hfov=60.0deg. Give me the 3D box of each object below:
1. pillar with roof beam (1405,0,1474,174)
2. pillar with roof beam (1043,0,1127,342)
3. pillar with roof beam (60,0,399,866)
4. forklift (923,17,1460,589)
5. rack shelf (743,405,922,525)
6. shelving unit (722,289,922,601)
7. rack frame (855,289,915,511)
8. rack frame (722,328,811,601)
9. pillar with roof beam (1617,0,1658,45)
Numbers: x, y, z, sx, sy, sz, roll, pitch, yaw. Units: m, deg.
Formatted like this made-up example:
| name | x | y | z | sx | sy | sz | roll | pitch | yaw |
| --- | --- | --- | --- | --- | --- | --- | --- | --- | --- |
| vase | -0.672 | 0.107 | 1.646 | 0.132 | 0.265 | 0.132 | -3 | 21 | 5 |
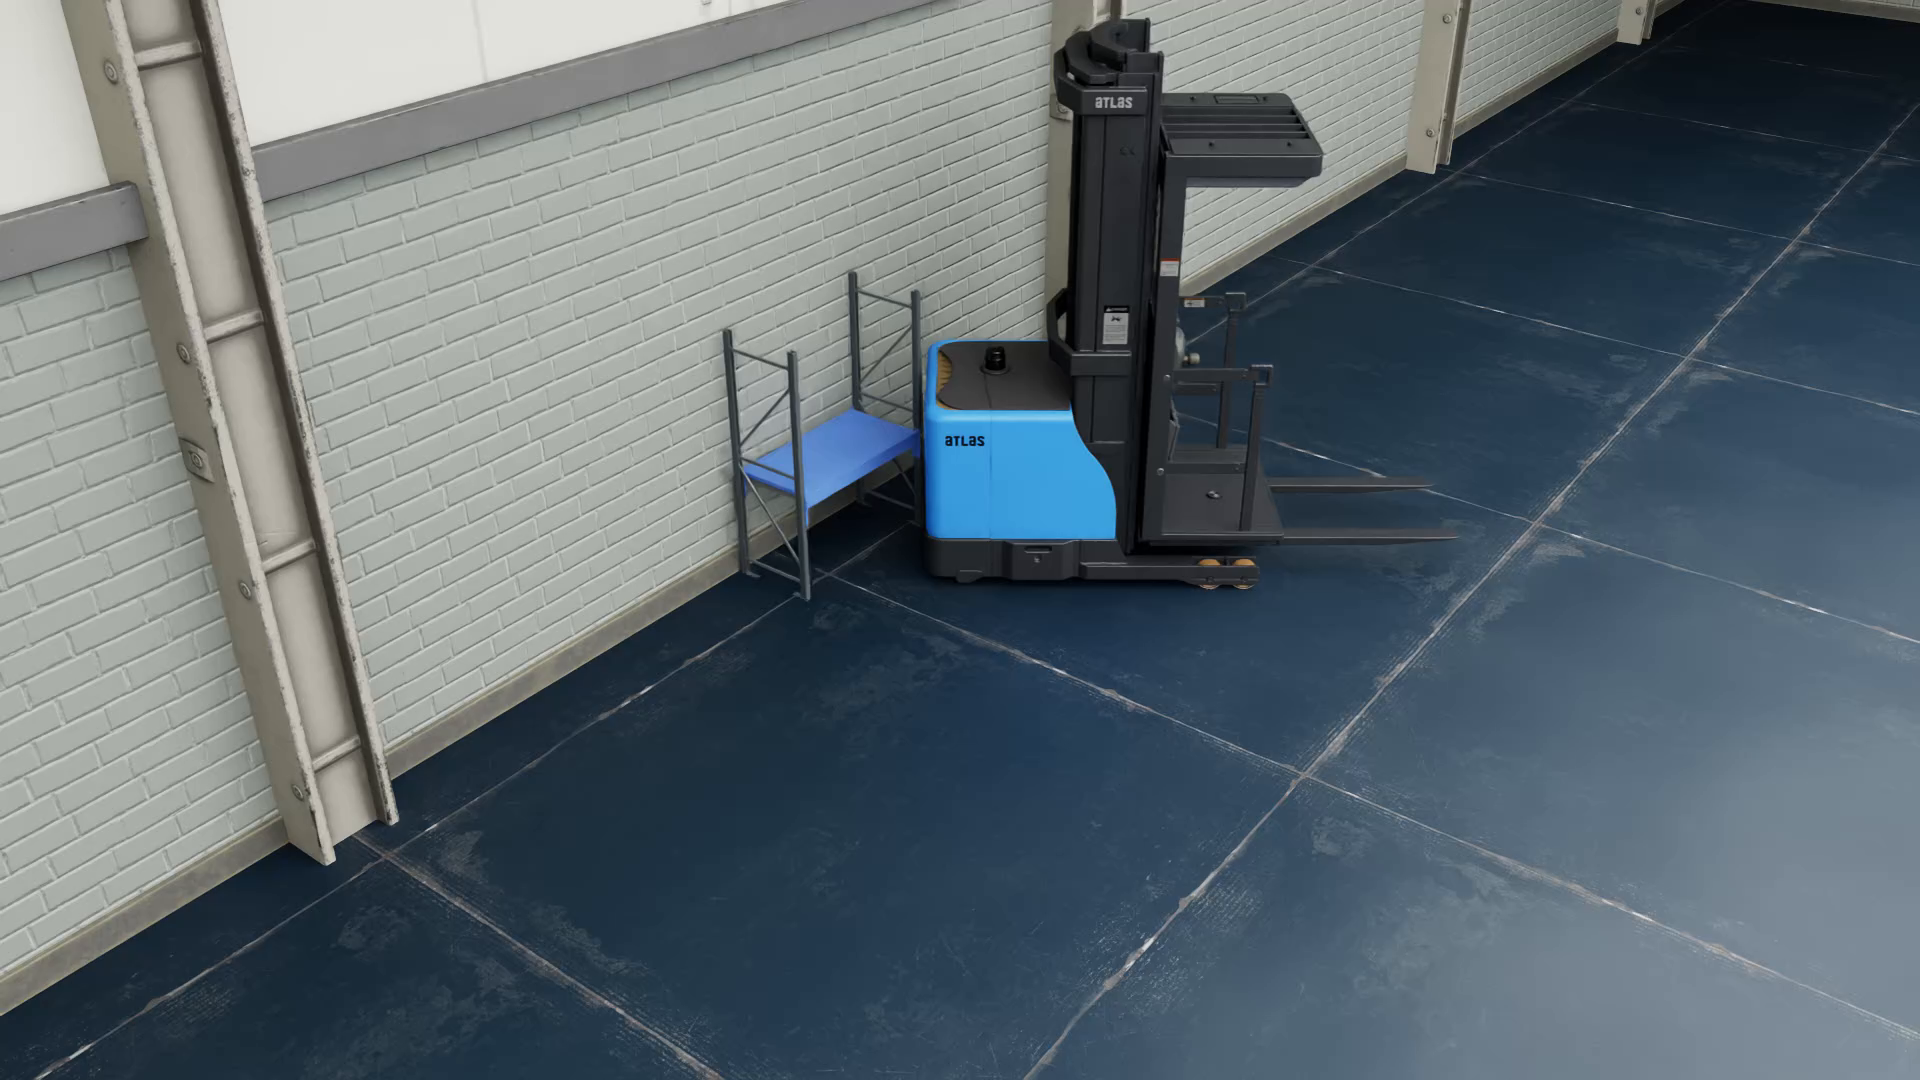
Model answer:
| name | x | y | z | sx | sy | sz | roll | pitch | yaw |
| --- | --- | --- | --- | --- | --- | --- | --- | --- | --- |
| pillar with roof beam | 7.862 | -6.106 | 11.284 | 9.100 | 9.000 | 0.400 | 21 | 37 | 31 |
| pillar with roof beam | 4.240 | -3.667 | 7.169 | 9.100 | 9.000 | 0.400 | 21 | 37 | 31 |
| pillar with roof beam | 0.619 | -1.229 | 3.054 | 9.100 | 9.000 | 0.400 | 21 | 37 | 31 |
| forklift | 1.313 | -1.258 | 9.056 | 3.031 | 2.935 | 1.130 | 0 | 31 | 0 |
| rack shelf | -0.732 | -0.438 | 9.427 | 0.538 | 0.185 | 1.000 | 21 | 37 | 31 |
| shelving unit | -0.735 | -0.591 | 9.332 | 0.538 | 1.500 | 1.039 | 21 | 37 | 31 |
| rack frame | -0.427 | -0.801 | 9.685 | 0.475 | 1.308 | 0.013 | 21 | 37 | 31 |
| rack frame | -1.039 | -0.386 | 8.987 | 0.500 | 1.500 | 0.032 | 21 | 37 | 31 |
| pillar with roof beam | 11.484 | -8.545 | 15.399 | 9.100 | 9.000 | 0.400 | 21 | 37 | 31 |
